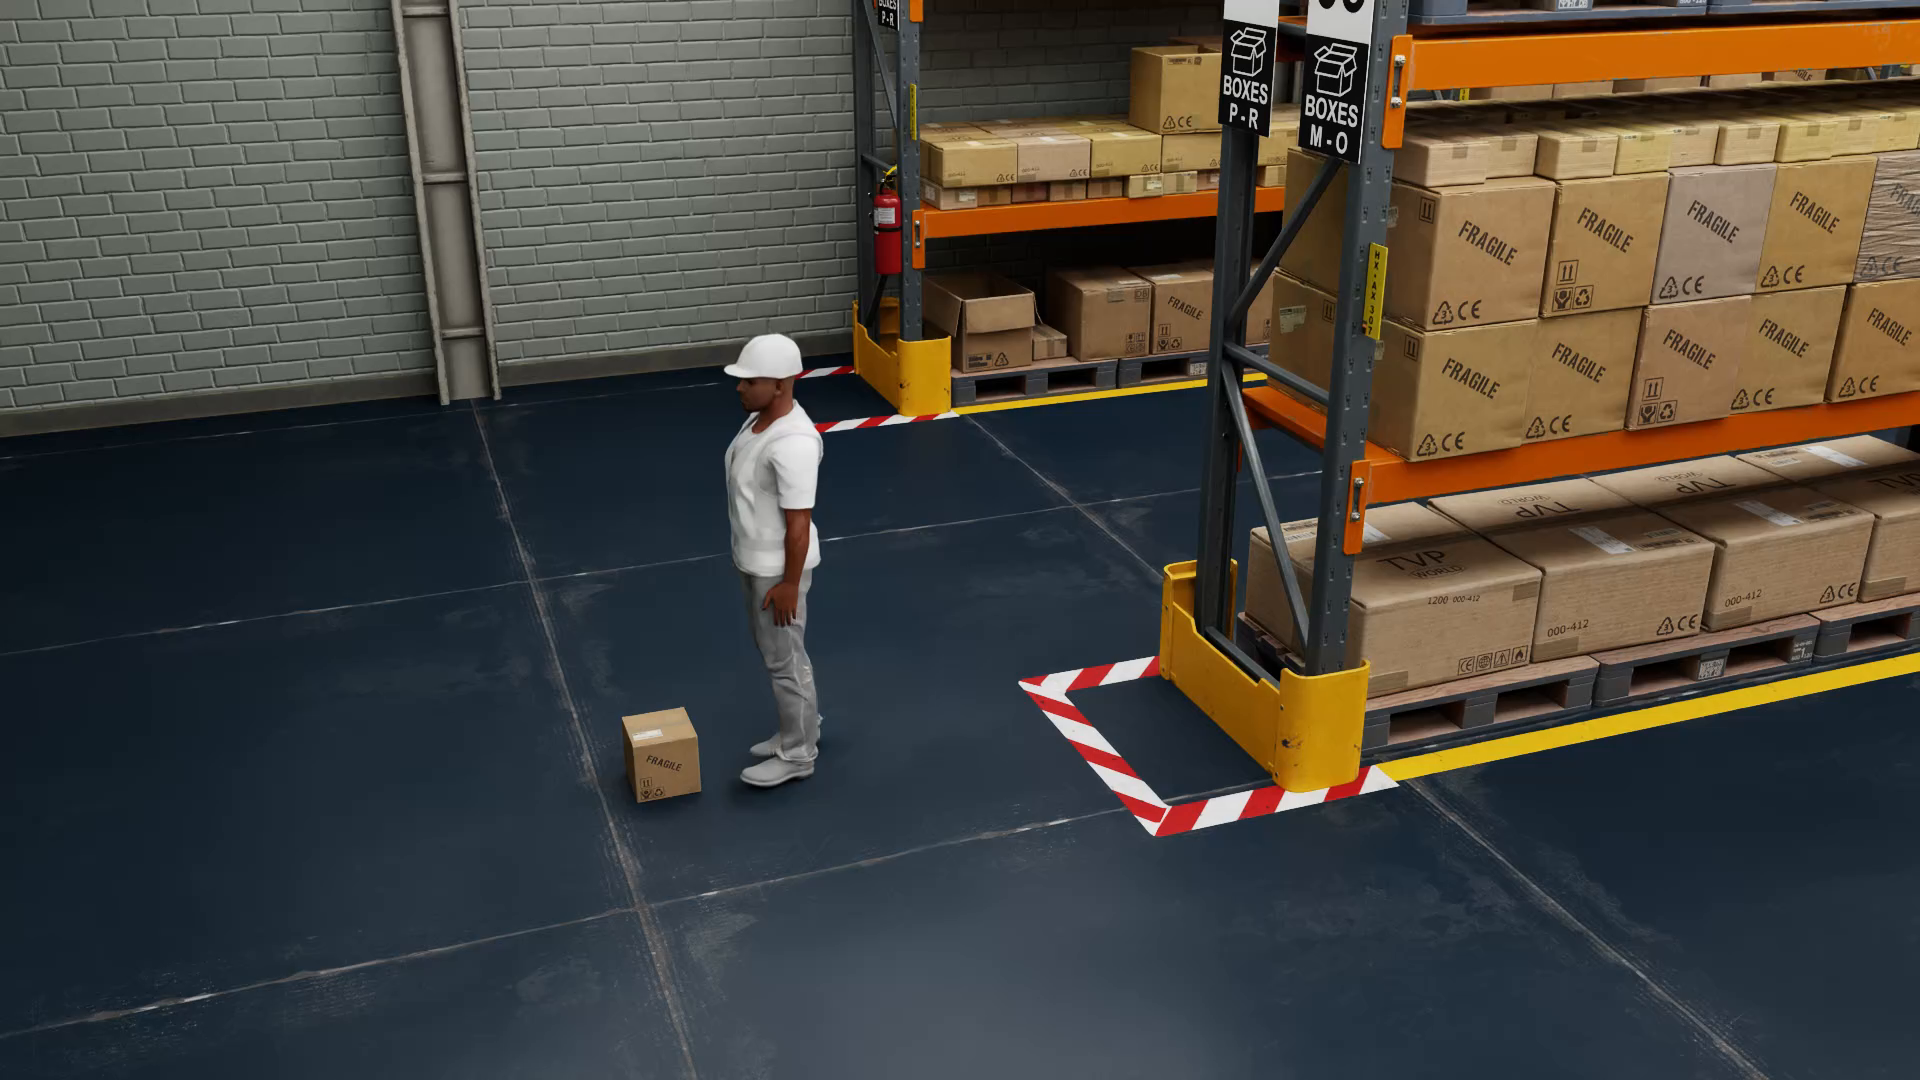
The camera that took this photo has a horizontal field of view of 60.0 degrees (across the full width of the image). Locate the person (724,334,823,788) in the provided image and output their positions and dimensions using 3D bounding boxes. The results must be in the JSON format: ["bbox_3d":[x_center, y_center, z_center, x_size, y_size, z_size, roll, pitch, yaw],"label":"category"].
[{"bbox_3d":[-0.715,0.093,6.365,0.402,1.798,0.566,-8,24,-18],"label":"person"}]
